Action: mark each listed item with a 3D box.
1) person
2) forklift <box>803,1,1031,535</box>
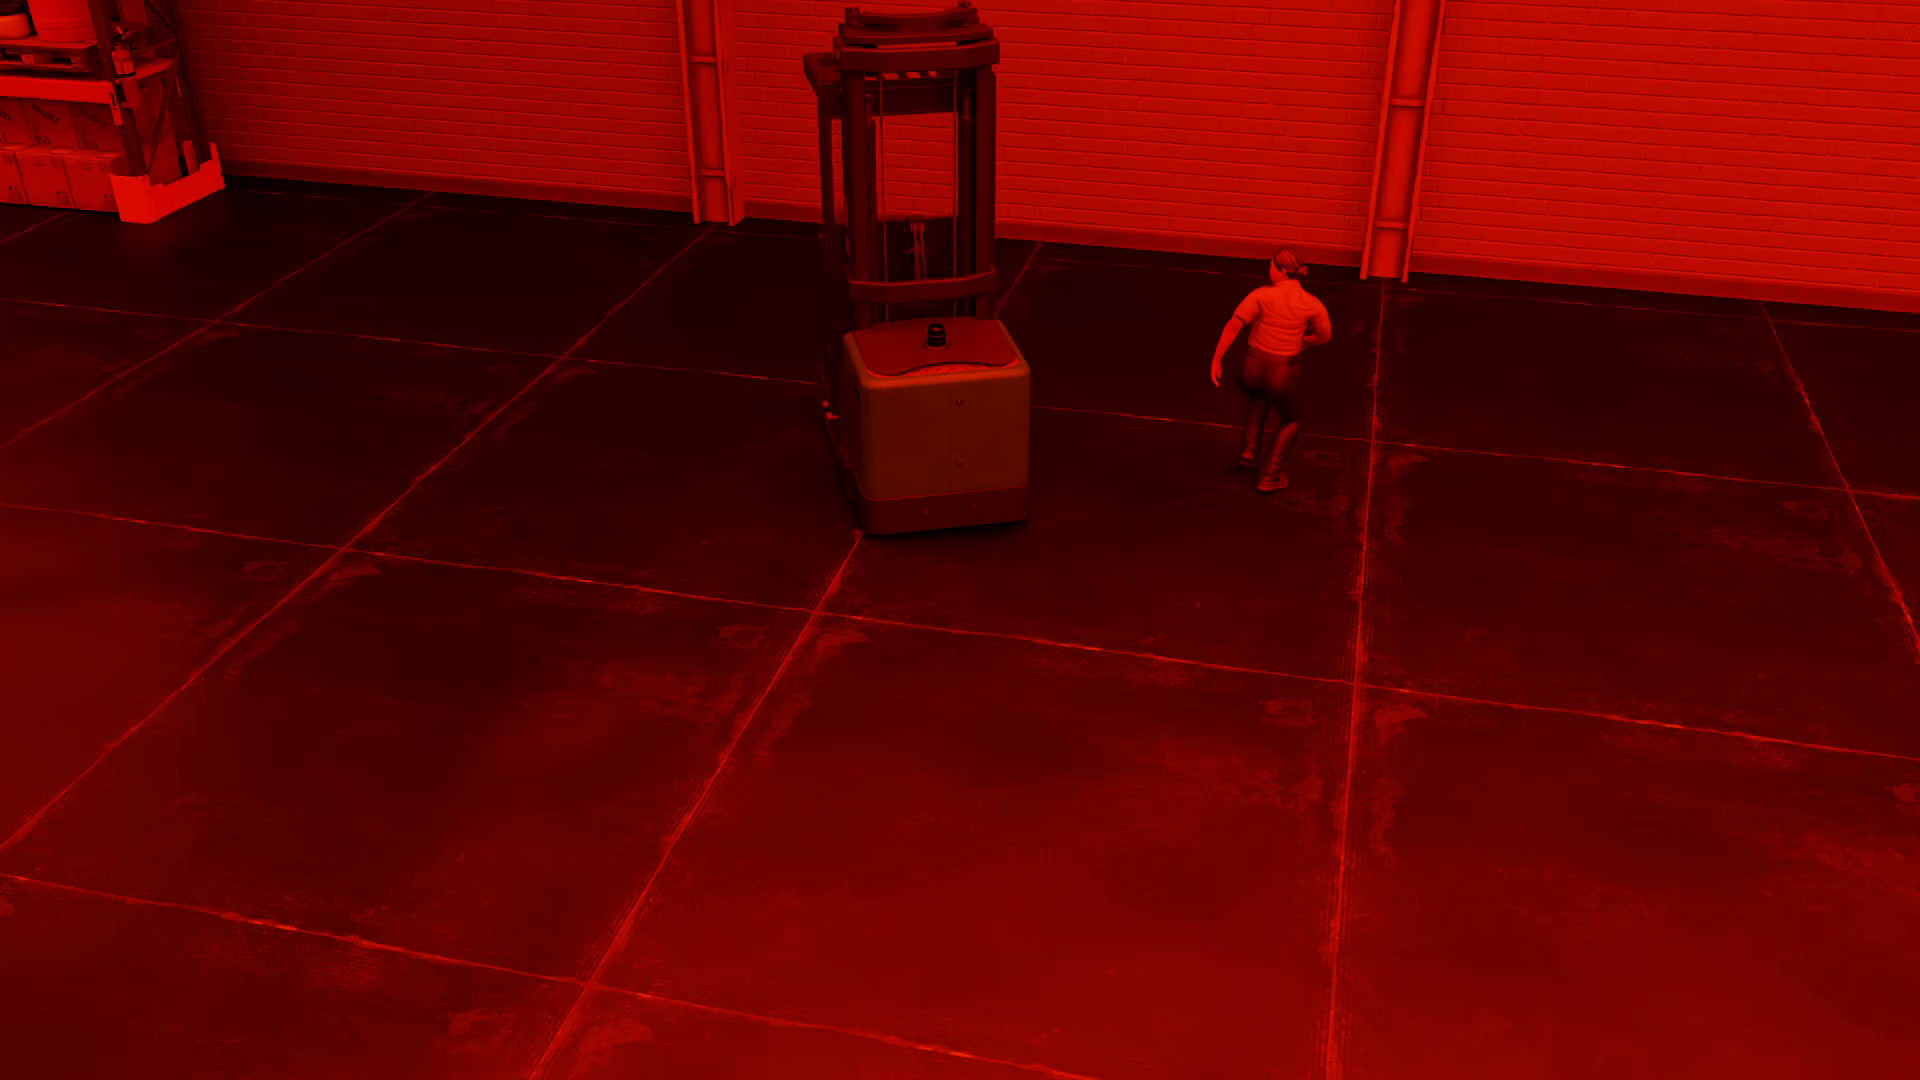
[{"bbox_3d":[1.967,-1.046,10.437,0.610,1.633,0.713,15,33,25],"label":"person"},{"bbox_3d":[-0.372,-2.016,10.729,1.130,2.935,3.031,-6,30,-10],"label":"forklift"}]
